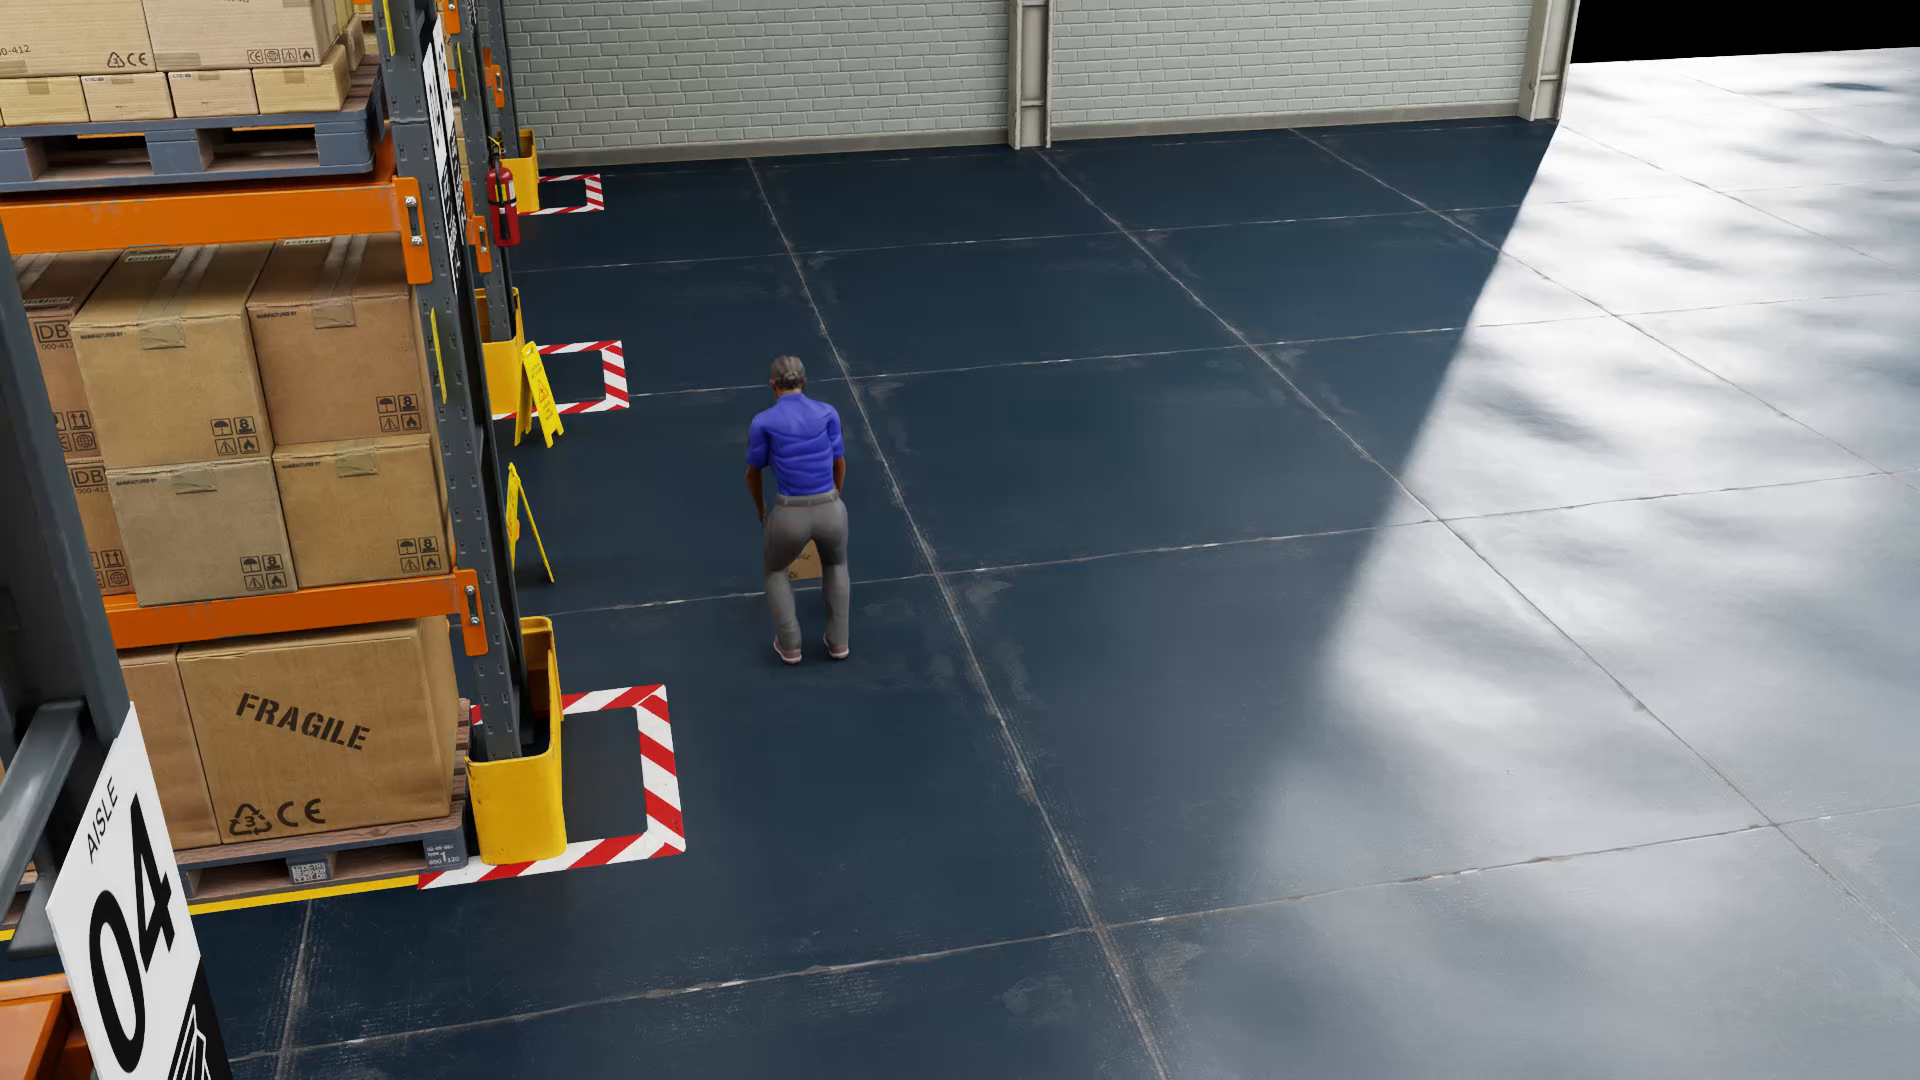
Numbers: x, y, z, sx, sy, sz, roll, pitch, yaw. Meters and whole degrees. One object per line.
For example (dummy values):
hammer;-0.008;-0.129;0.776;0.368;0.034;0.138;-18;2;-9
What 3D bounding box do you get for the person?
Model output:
person;-0.780;-0.123;8.046;0.484;1.507;0.513;-6;27;-11
